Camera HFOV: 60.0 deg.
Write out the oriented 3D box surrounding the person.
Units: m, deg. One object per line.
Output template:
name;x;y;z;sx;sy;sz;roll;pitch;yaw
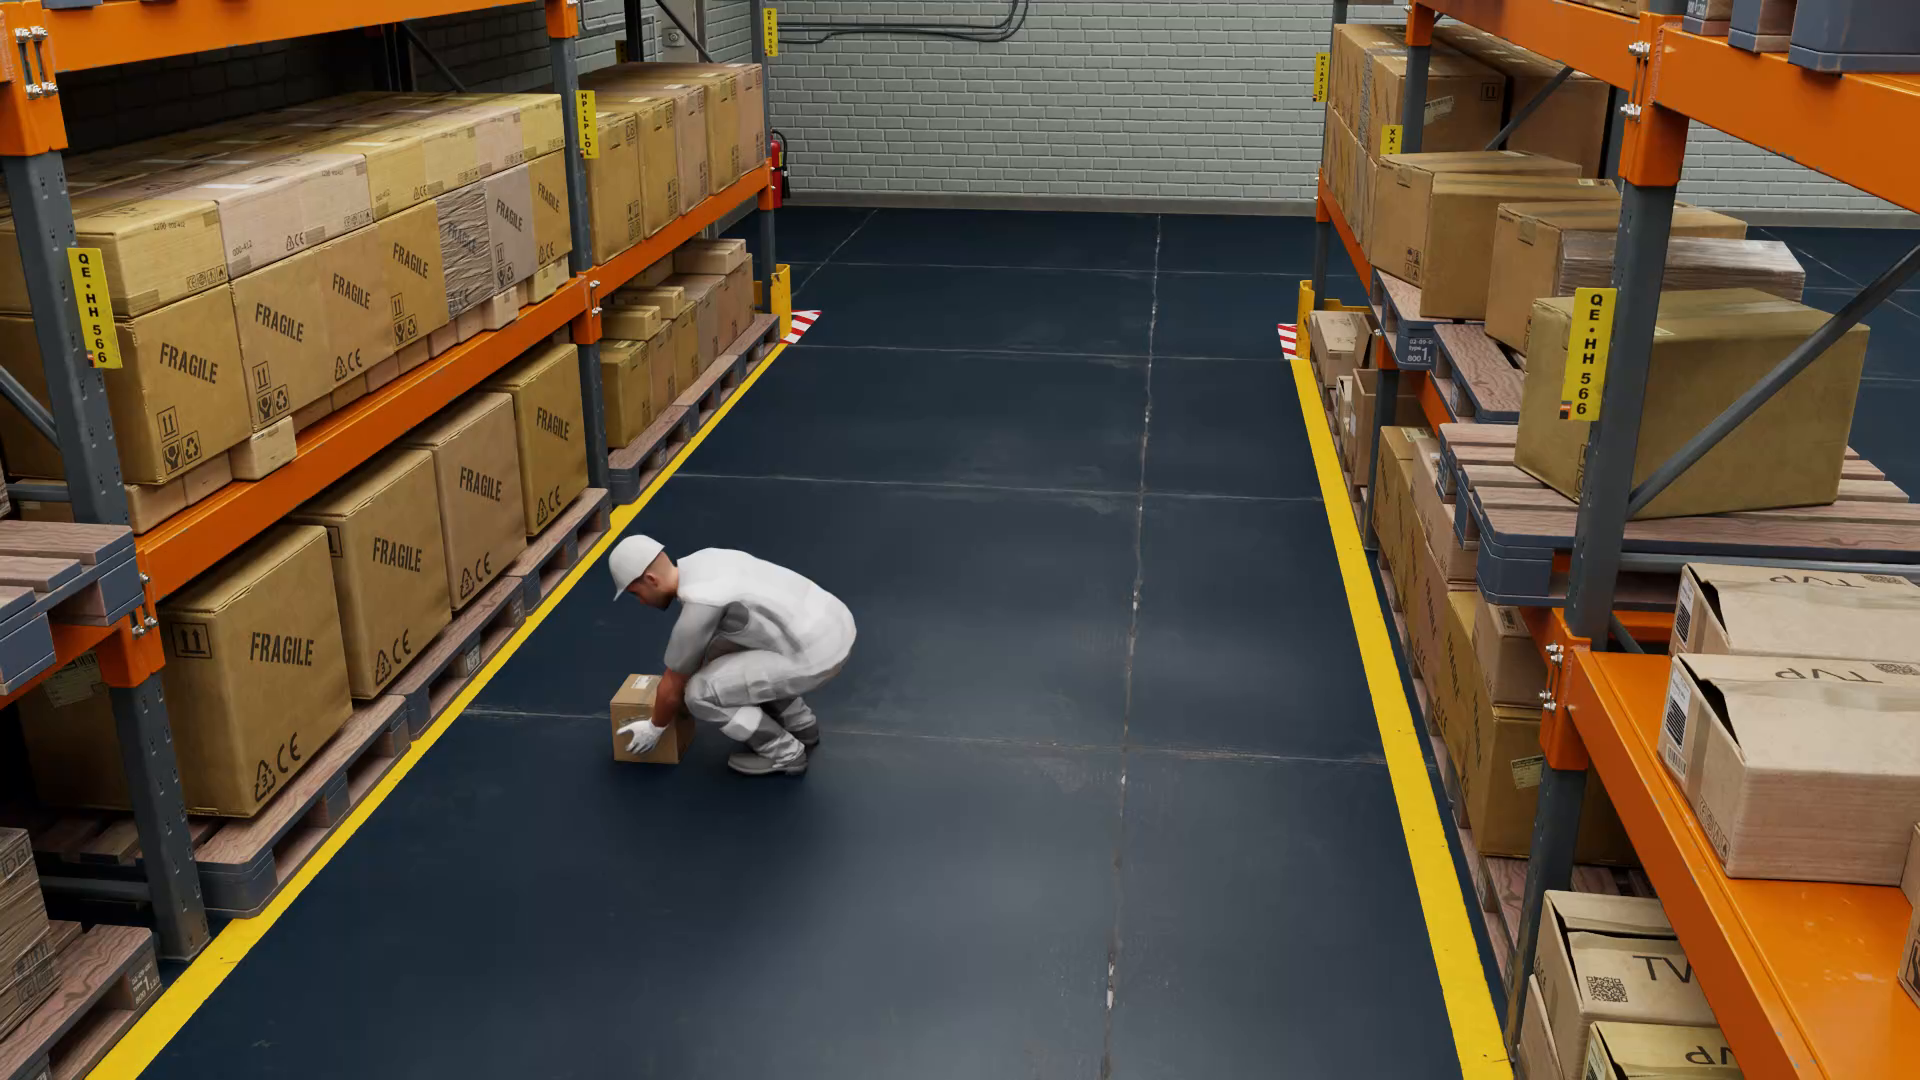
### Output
person;-0.839;0.409;6.223;0.887;0.907;0.570;2;21;6
